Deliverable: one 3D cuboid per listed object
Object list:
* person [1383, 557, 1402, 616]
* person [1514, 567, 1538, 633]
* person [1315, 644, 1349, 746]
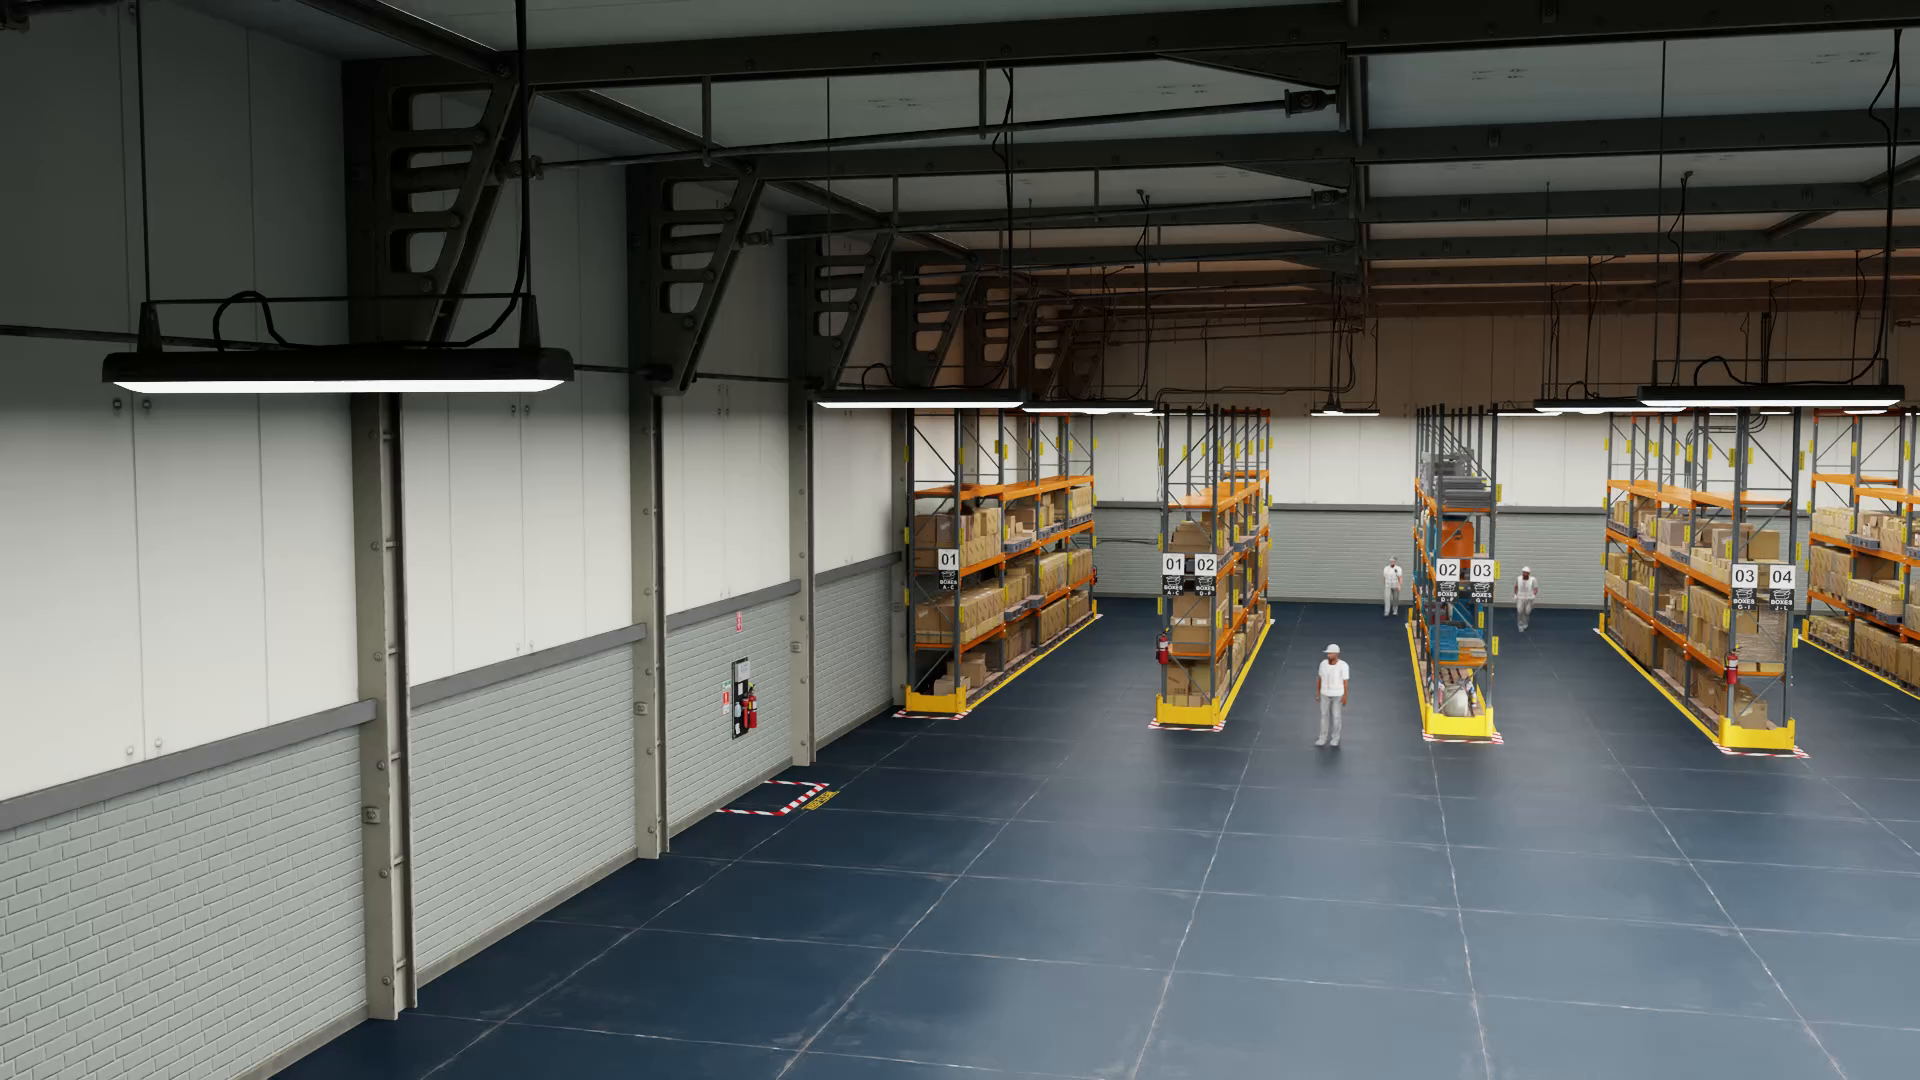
[{"bbox_3d":[12.521,1.338,48.120,0.528,1.712,1.035,1,4,14],"label":"person"},{"bbox_3d":[15.289,1.619,44.920,0.587,1.807,0.878,1,4,18],"label":"person"},{"bbox_3d":[6.487,2.711,29.092,0.585,1.777,0.465,3,5,36],"label":"person"}]
